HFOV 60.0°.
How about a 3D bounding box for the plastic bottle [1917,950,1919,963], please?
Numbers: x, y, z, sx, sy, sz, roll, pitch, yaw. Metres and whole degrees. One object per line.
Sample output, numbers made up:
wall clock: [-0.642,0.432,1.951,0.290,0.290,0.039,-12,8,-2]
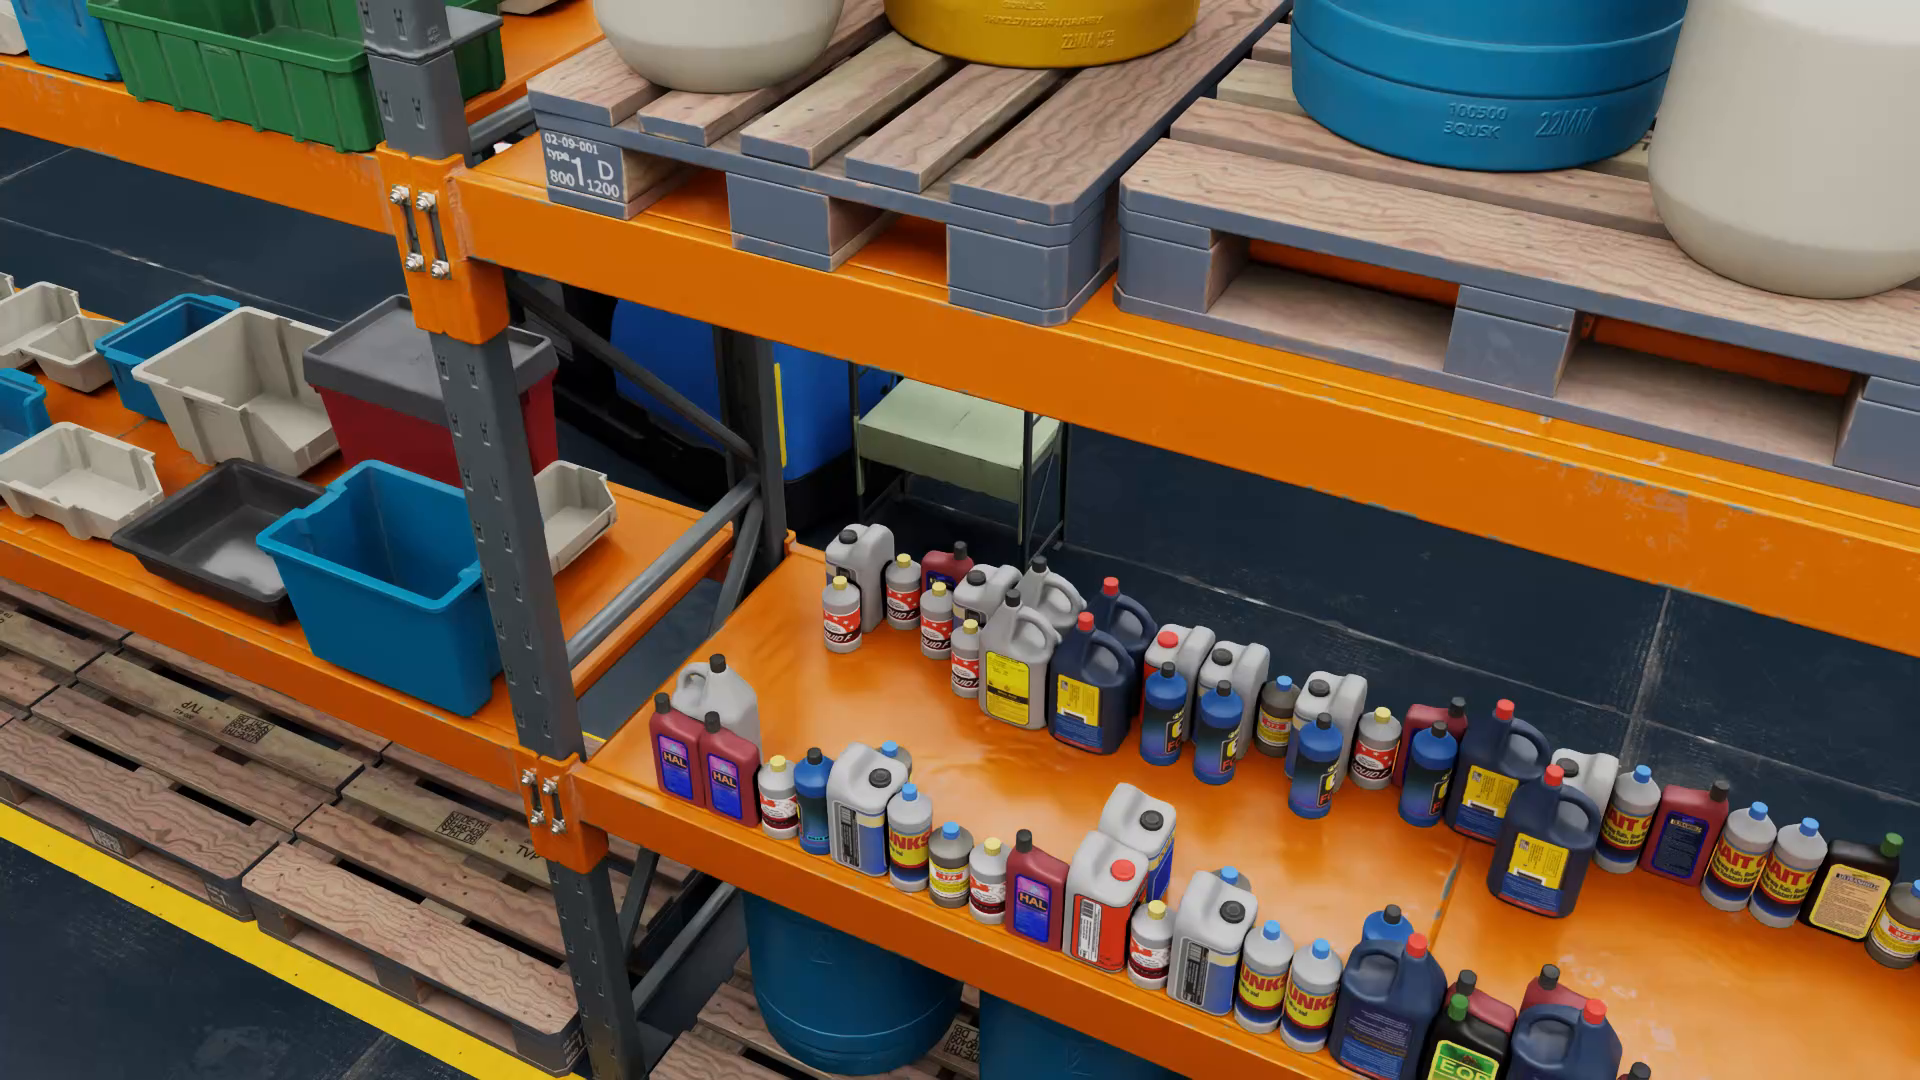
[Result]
plastic bottle: [2.051,0.767,3.355,0.133,0.283,0.061,17,41,21]

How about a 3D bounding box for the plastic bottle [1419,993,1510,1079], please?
plastic bottle: [0.942,0.961,3.099,0.133,0.283,0.061,17,41,21]

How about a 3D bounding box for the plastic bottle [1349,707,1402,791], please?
plastic bottle: [0.955,0.469,3.816,0.097,0.201,0.097,0,37,0]

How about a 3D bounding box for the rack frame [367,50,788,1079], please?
rack frame: [-0.757,0.092,4.147,0.127,3.000,1.000,17,41,21]

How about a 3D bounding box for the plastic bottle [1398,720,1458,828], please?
plastic bottle: [1.046,0.511,3.703,0.097,0.271,0.097,0,37,0]

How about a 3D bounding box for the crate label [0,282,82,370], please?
crate label: [-2.992,-0.656,5.302,0.243,0.136,0.396,17,41,21]

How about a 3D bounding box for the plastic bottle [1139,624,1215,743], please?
plastic bottle: [0.514,0.320,3.950,0.135,0.276,0.152,17,41,21]

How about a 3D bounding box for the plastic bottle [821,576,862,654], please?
plastic bottle: [-0.299,0.180,4.197,0.097,0.201,0.097,0,37,0]

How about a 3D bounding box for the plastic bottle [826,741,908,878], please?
plastic bottle: [-0.196,0.577,3.612,0.135,0.276,0.152,17,41,21]

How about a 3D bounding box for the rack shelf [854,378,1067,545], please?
rack shelf: [0.006,-0.336,6.491,0.720,0.370,0.431,17,41,21]

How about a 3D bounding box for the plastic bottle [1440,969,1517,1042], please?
plastic bottle: [0.970,0.929,3.142,0.133,0.283,0.061,17,41,21]

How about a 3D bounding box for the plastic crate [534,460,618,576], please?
plastic crate: [-1.104,-0.033,4.480,0.243,0.136,0.396,17,41,21]

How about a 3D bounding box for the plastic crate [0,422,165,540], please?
plastic crate: [-2.441,-0.149,4.634,0.466,0.136,0.293,17,41,21]

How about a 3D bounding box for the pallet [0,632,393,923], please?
pallet: [-2.515,0.681,5.678,1.213,0.211,1.003,17,41,21]

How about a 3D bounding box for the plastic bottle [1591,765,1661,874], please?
plastic bottle: [1.444,0.594,3.593,0.097,0.271,0.097,0,37,0]

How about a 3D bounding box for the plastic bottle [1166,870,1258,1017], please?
plastic bottle: [0.507,0.797,3.322,0.135,0.276,0.152,17,41,21]

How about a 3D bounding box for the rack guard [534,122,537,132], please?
rack guard: [-2.052,-2.690,9.880,0.348,0.500,1.175,17,41,21]

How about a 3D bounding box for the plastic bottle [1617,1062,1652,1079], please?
plastic bottle: [1.225,1.050,2.982,0.133,0.283,0.061,17,41,21]

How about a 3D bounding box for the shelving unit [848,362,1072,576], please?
shelving unit: [0.006,-0.596,6.294,0.755,1.500,0.431,17,41,21]

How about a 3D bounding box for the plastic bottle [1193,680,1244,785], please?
plastic bottle: [0.593,0.431,3.808,0.097,0.271,0.097,0,37,0]

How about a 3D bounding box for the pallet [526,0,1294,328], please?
pallet: [-0.016,-0.862,3.079,1.003,0.211,1.213,17,41,21]

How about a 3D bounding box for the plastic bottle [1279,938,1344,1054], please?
plastic bottle: [0.684,0.873,3.226,0.097,0.271,0.097,0,37,0]

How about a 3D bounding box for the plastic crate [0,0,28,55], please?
plastic crate: [-2.061,-1.147,3.517,0.466,0.136,0.293,17,41,21]

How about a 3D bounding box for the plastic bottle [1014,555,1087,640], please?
plastic bottle: [0.210,0.192,4.057,0.185,0.351,0.144,17,41,21]

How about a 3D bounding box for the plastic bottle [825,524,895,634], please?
plastic bottle: [-0.258,0.078,4.269,0.135,0.276,0.152,17,41,21]

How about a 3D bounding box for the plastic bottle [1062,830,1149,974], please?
plastic bottle: [0.301,0.733,3.407,0.135,0.276,0.152,17,41,21]

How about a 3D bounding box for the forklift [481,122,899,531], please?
forklift: [-1.442,-1.971,6.922,3.031,2.935,1.130,30,46,33]

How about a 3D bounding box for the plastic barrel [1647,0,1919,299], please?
plastic barrel: [1.152,-0.624,2.150,0.433,0.535,0.433,0,37,0]

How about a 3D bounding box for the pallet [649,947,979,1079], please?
pallet: [-0.091,1.440,4.678,1.213,0.211,1.003,17,41,21]

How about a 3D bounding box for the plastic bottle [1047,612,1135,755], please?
plastic bottle: [0.308,0.321,3.887,0.185,0.351,0.144,17,41,21]

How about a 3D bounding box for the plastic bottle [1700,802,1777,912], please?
plastic bottle: [1.649,0.658,3.508,0.097,0.271,0.097,0,37,0]

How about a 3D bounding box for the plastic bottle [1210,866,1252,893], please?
plastic bottle: [0.548,0.755,3.439,0.097,0.201,0.097,0,37,0]

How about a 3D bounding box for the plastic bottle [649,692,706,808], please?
plastic bottle: [-0.627,0.470,3.746,0.133,0.283,0.061,17,41,21]

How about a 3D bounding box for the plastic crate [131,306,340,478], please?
plastic crate: [-2.028,-0.408,4.855,0.530,0.282,0.437,17,41,21]

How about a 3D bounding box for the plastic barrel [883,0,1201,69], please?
plastic barrel: [0.147,-1.200,2.866,0.600,0.588,0.600,0,37,0]

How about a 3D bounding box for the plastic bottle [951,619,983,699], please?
plastic bottle: [0.026,0.281,4.063,0.097,0.201,0.097,0,37,0]

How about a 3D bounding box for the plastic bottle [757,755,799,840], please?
plastic bottle: [-0.398,0.562,3.693,0.097,0.201,0.097,0,37,0]

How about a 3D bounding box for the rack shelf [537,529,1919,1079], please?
rack shelf: [1.019,0.935,3.632,4.000,0.370,1.077,17,41,21]

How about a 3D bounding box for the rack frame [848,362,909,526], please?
rack frame: [-0.319,-0.697,6.428,0.023,1.500,0.400,17,41,21]

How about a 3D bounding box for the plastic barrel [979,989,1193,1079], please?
plastic barrel: [0.347,1.118,4.184,0.708,0.901,0.600,17,41,21]

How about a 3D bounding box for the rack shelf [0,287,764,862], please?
rack shelf: [-2.533,-0.177,5.097,4.000,0.370,1.077,17,41,21]

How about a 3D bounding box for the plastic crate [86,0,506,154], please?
plastic crate: [-1.272,-0.973,3.246,0.662,0.188,0.450,17,41,21]

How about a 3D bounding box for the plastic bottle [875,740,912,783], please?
plastic bottle: [-0.155,0.534,3.729,0.097,0.201,0.097,0,37,0]

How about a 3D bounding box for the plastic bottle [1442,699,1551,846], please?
plastic bottle: [1.188,0.498,3.653,0.185,0.351,0.144,17,41,21]

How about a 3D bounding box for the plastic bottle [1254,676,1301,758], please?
plastic bottle: [0.749,0.404,3.901,0.097,0.201,0.097,0,37,0]

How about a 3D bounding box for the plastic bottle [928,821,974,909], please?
plastic bottle: [-0.019,0.681,3.537,0.097,0.201,0.097,0,37,0]

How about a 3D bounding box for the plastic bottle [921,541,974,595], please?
plastic bottle: [-0.032,0.115,4.214,0.133,0.283,0.061,17,41,21]

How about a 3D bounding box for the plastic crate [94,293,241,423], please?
plastic crate: [-2.367,-0.544,5.074,0.300,0.233,0.416,17,41,21]

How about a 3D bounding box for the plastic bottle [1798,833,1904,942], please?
plastic bottle: [1.846,0.703,3.440,0.133,0.283,0.061,17,41,21]
